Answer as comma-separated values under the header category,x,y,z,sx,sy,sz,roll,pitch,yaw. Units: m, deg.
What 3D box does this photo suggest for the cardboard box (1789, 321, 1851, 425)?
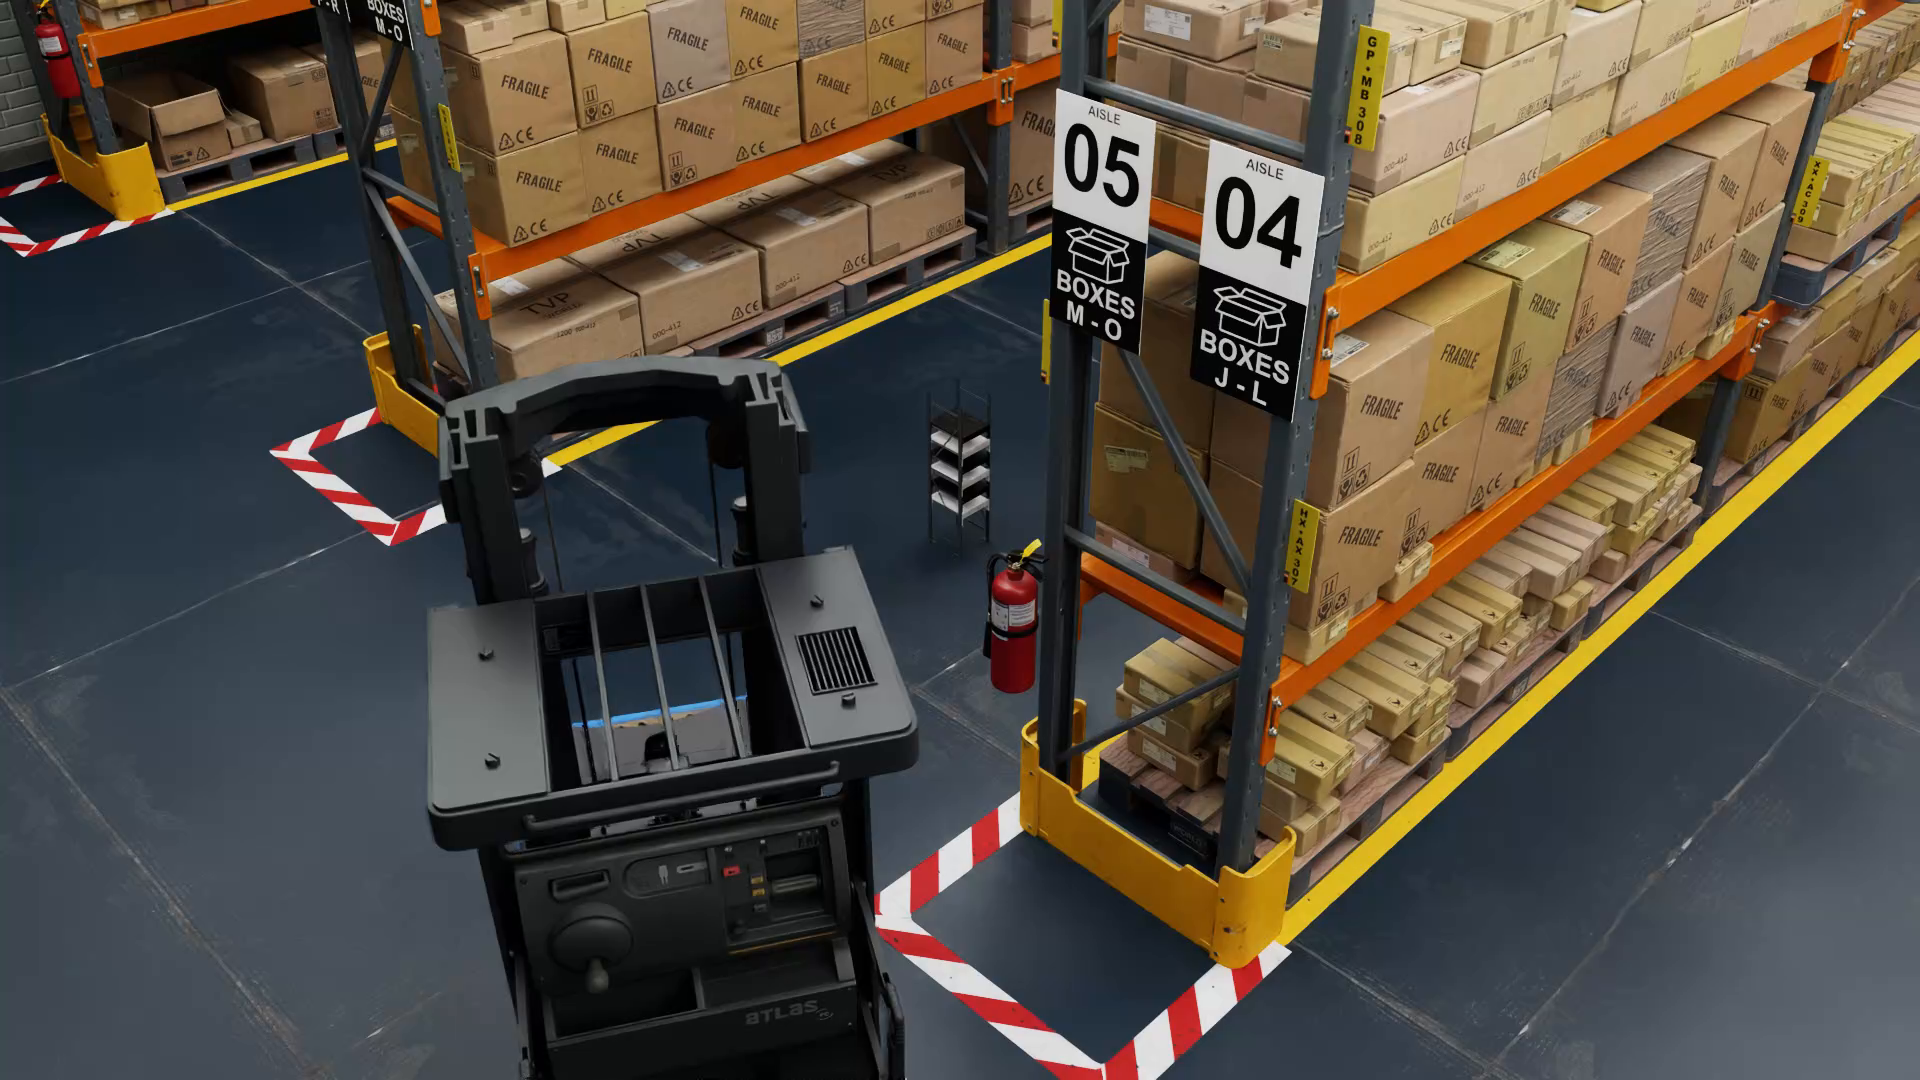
category,x,y,z,sx,sy,sz,roll,pitch,yaw
cardboard box,4.604,-1.022,9.402,0.500,0.500,0.500,-28,43,-34

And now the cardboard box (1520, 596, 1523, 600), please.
category,x,y,z,sx,sy,sz,roll,pitch,yaw
cardboard box,2.336,0.261,7.609,0.250,0.149,0.380,-28,43,-34

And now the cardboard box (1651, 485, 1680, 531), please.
category,x,y,z,sx,sy,sz,roll,pitch,yaw
cardboard box,3.346,-0.220,8.300,0.380,0.149,0.250,27,43,33

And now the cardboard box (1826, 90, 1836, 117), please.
category,x,y,z,sx,sy,sz,roll,pitch,yaw
cardboard box,4.590,-2.435,9.203,0.250,0.149,0.380,-30,45,-35

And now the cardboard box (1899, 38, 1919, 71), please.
category,x,y,z,sx,sy,sz,roll,pitch,yaw
cardboard box,5.484,-2.945,9.934,0.380,0.149,0.250,28,44,34

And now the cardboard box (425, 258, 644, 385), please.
category,x,y,z,sx,sy,sz,roll,pitch,yaw
cardboard box,-2.484,-1.226,9.749,0.875,0.438,0.875,28,44,34

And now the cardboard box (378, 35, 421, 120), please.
category,x,y,z,sx,sy,sz,roll,pitch,yaw
cardboard box,-2.707,-2.539,8.798,0.500,0.500,0.500,-28,44,-34

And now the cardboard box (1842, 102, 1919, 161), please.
category,x,y,z,sx,sy,sz,roll,pitch,yaw
cardboard box,4.680,-2.073,8.424,0.380,0.149,0.250,29,44,35

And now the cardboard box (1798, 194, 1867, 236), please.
category,x,y,z,sx,sy,sz,roll,pitch,yaw
cardboard box,4.128,-1.632,8.051,0.250,0.149,0.380,-29,44,-35

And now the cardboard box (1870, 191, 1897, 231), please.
category,x,y,z,sx,sy,sz,roll,pitch,yaw
cardboard box,4.498,-1.725,8.444,0.250,0.149,0.380,-30,45,-35

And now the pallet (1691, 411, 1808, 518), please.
category,x,y,z,sx,sy,sz,roll,pitch,yaw
pallet,4.071,-0.639,9.473,1.003,0.211,1.213,30,45,35

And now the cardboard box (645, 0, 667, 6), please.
category,x,y,z,sx,sy,sz,roll,pitch,yaw
cardboard box,-1.713,-2.983,8.867,0.250,0.149,0.380,-29,44,-35

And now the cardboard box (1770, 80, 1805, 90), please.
category,x,y,z,sx,sy,sz,roll,pitch,yaw
cardboard box,4.225,-2.341,8.808,0.380,0.149,0.250,29,44,35

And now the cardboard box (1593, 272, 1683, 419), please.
category,x,y,z,sx,sy,sz,roll,pitch,yaw
cardboard box,2.666,-0.907,7.072,0.500,0.500,0.500,29,44,35

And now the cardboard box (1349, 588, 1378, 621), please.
category,x,y,z,sx,sy,sz,roll,pitch,yaw
cardboard box,1.317,0.141,6.136,0.250,0.149,0.380,-28,44,-34

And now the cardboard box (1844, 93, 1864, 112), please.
category,x,y,z,sx,sy,sz,roll,pitch,yaw
cardboard box,4.951,-2.520,9.584,0.250,0.149,0.380,-29,44,-35

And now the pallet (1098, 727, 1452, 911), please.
category,x,y,z,sx,sy,sz,roll,pitch,yaw
pallet,1.357,0.955,7.187,1.003,0.211,1.213,30,45,35

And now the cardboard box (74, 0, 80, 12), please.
category,x,y,z,sx,sy,sz,roll,pitch,yaw
cardboard box,-6.360,-3.935,11.981,0.380,0.149,0.250,29,44,35

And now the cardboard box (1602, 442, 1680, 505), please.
category,x,y,z,sx,sy,sz,roll,pitch,yaw
cardboard box,3.306,-0.344,8.217,0.250,0.149,0.380,-29,44,-35

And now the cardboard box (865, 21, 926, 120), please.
category,x,y,z,sx,sy,sz,roll,pitch,yaw
cardboard box,-0.564,-2.959,10.274,0.500,0.500,0.500,28,44,34

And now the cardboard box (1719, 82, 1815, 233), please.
category,x,y,z,sx,sy,sz,roll,pitch,yaw
cardboard box,3.385,-1.740,7.391,0.500,0.500,0.500,28,44,34

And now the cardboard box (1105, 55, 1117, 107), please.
category,x,y,z,sx,sy,sz,roll,pitch,yaw
cardboard box,0.951,-3.375,12.448,0.875,0.875,0.875,-29,44,-34

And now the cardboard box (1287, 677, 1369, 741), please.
category,x,y,z,sx,sy,sz,roll,pitch,yaw
cardboard box,1.425,0.674,6.757,0.250,0.149,0.380,-29,44,-35

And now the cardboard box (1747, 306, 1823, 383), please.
category,x,y,z,sx,sy,sz,roll,pitch,yaw
cardboard box,4.232,-1.114,8.879,0.500,0.250,0.500,27,43,33

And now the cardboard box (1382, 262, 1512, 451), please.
category,x,y,z,sx,sy,sz,roll,pitch,yaw
cardboard box,1.561,-0.698,5.898,0.500,0.500,0.500,-29,44,-34

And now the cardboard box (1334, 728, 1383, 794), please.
category,x,y,z,sx,sy,sz,roll,pitch,yaw
cardboard box,1.490,0.835,6.786,0.380,0.149,0.250,29,44,35

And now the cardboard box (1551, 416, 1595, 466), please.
category,x,y,z,sx,sy,sz,roll,pitch,yaw
cardboard box,2.438,-0.489,7.040,0.250,0.149,0.380,-29,44,-35

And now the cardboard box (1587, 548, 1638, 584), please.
category,x,y,z,sx,sy,sz,roll,pitch,yaw
cardboard box,3.107,0.032,8.197,0.380,0.149,0.250,28,44,34

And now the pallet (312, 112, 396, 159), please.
category,x,y,z,sx,sy,sz,roll,pitch,yaw
pallet,-4.929,-3.499,13.574,1.003,0.211,1.213,30,45,35

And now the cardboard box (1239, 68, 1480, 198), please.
category,x,y,z,sx,sy,sz,roll,pitch,yaw
cardboard box,1.206,-1.294,5.046,0.500,0.250,0.500,-29,44,-35

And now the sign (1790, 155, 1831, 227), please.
category,x,y,z,sx,sy,sz,roll,pitch,yaw
sign,3.914,-1.606,7.664,0.100,0.325,0.005,30,45,35

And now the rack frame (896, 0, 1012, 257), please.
category,x,y,z,sx,sy,sz,roll,pitch,yaw
rack frame,-0.060,-3.420,11.023,1.000,3.000,0.127,30,45,35

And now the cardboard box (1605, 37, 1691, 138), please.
category,x,y,z,sx,sy,sz,roll,pitch,yaw
cardboard box,2.303,-1.722,6.097,0.500,0.250,0.500,29,44,35

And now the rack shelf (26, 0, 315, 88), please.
category,x,y,z,sx,sy,sz,roll,pitch,yaw
rack shelf,-4.994,-4.312,12.931,1.077,0.370,4.000,30,45,35

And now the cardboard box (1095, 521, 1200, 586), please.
category,x,y,z,sx,sy,sz,roll,pitch,yaw
cardboard box,0.735,0.014,6.318,0.380,0.149,0.250,30,45,35

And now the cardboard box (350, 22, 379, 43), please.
category,x,y,z,sx,sy,sz,roll,pitch,yaw
cardboard box,-4.544,-3.905,13.536,0.700,0.500,0.500,28,43,34

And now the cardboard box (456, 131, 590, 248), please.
category,x,y,z,sx,sy,sz,roll,pitch,yaw
cardboard box,-2.336,-1.917,8.780,0.500,0.500,0.500,29,44,35

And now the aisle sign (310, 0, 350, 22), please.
category,x,y,z,sx,sy,sz,roll,pitch,yaw
aisle sign,-3.149,-2.959,8.088,0.394,0.787,0.004,30,45,35

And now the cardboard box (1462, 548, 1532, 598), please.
category,x,y,z,sx,sy,sz,roll,pitch,yaw
cardboard box,2.338,0.152,7.506,0.380,0.149,0.250,30,45,35

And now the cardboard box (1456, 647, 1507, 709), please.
category,x,y,z,sx,sy,sz,roll,pitch,yaw
cardboard box,2.206,0.560,7.440,0.380,0.149,0.250,27,43,33

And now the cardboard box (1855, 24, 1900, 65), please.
category,x,y,z,sx,sy,sz,roll,pitch,yaw
cardboard box,5.139,-2.868,9.563,0.250,0.149,0.380,-28,43,-34

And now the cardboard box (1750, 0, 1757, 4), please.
category,x,y,z,sx,sy,sz,roll,pitch,yaw
cardboard box,3.004,-2.344,6.551,0.500,0.250,0.500,28,43,34

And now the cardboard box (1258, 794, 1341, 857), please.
category,x,y,z,sx,sy,sz,roll,pitch,yaw
cardboard box,1.302,1.071,6.708,0.250,0.149,0.380,-29,44,-35

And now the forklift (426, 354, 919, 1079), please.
category,x,y,z,sx,sy,sz,roll,pitch,yaw
forklift,-0.727,1.102,4.599,1.130,2.935,3.031,-9,36,-12

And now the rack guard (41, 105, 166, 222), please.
category,x,y,z,sx,sy,sz,roll,pitch,yaw
rack guard,-6.350,-2.801,12.320,1.175,0.500,0.348,30,45,35

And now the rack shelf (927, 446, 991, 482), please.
category,x,y,z,sx,sy,sz,roll,pitch,yaw
rack shelf,-0.006,-0.412,8.446,0.258,0.077,0.200,30,45,35

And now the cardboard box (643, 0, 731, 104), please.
category,x,y,z,sx,sy,sz,roll,pitch,yaw
cardboard box,-1.622,-2.752,9.104,0.500,0.500,0.500,29,44,35

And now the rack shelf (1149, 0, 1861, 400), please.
category,x,y,z,sx,sy,sz,roll,pitch,yaw
rack shelf,2.115,-1.590,6.405,1.077,0.370,4.000,30,45,35

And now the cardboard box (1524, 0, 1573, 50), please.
category,x,y,z,sx,sy,sz,roll,pitch,yaw
cardboard box,1.703,-1.695,5.272,0.250,0.149,0.380,-29,44,-35

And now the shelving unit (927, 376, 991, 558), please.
category,x,y,z,sx,sy,sz,roll,pitch,yaw
shelving unit,-0.006,-0.366,8.479,0.258,0.900,0.210,30,45,35
